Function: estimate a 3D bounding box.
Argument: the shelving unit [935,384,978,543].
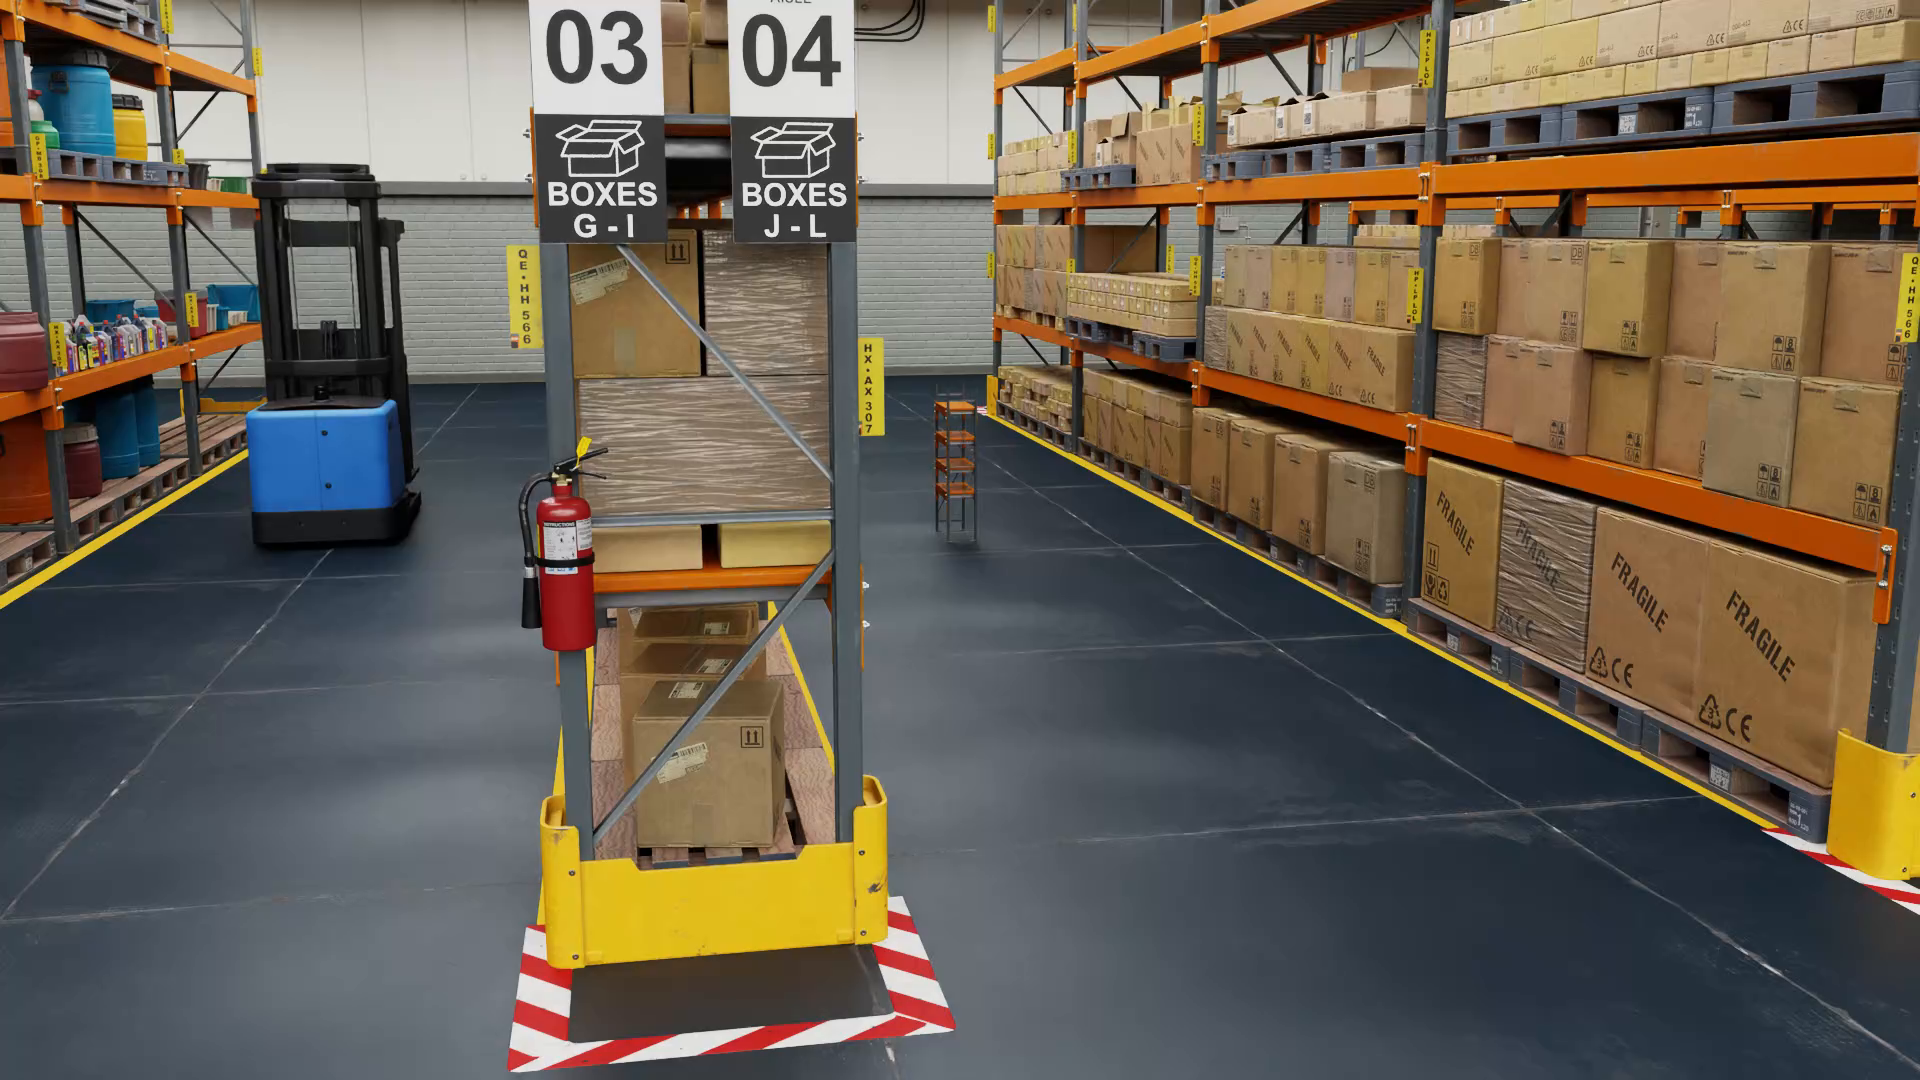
[{"bbox_3d":[-0.032,-0.620,13.244,0.258,1.200,0.503,-2,11,-11],"label":"shelving unit"}]

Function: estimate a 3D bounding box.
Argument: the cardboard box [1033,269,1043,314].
[{"bbox_3d":[1.149,-2.888,19.284,0.500,0.500,0.500,-2,11,-11],"label":"cardboard box"}]

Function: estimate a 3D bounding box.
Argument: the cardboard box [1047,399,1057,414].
[{"bbox_3d":[1.208,-1.524,18.885,0.380,0.149,0.250,-3,11,-13],"label":"cardboard box"}]

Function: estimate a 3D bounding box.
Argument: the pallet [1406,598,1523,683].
[{"bbox_3d":[3.343,0.552,9.734,1.003,0.211,1.213,-2,11,-11],"label":"pallet"}]

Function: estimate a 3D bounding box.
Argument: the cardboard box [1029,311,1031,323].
[{"bbox_3d":[1.032,-2.682,19.939,0.380,0.149,0.250,-2,11,-9],"label":"cardboard box"}]

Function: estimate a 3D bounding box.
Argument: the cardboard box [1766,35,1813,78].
[{"bbox_3d":[3.554,-1.974,6.806,0.380,0.149,0.250,-2,11,-10],"label":"cardboard box"}]

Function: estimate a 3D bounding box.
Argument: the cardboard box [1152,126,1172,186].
[{"bbox_3d":[2.023,-3.404,14.766,0.500,0.500,0.500,-2,11,-11],"label":"cardboard box"}]

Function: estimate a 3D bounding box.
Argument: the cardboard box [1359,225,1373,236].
[{"bbox_3d":[5.571,-4.144,22.268,0.380,0.149,0.250,-2,11,-10],"label":"cardboard box"}]

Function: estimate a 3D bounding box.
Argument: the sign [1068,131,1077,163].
[{"bbox_3d":[1.185,-4.134,17.489,0.100,0.325,0.005,-2,11,-11],"label":"sign"}]

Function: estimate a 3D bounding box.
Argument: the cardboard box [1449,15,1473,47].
[{"bbox_3d":[3.009,-2.879,9.425,0.380,0.149,0.250,-2,11,-10],"label":"cardboard box"}]

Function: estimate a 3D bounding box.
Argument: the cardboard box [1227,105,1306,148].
[{"bbox_3d":[2.419,-3.239,13.015,0.500,0.311,0.500,-2,11,-11],"label":"cardboard box"}]

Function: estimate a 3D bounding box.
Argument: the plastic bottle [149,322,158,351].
[{"bbox_3d":[-7.563,-1.897,15.474,0.152,0.276,0.135,-2,11,-11],"label":"plastic bottle"}]

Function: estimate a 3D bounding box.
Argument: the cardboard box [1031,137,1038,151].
[{"bbox_3d":[1.040,-4.598,19.310,0.380,0.149,0.250,-2,11,-12],"label":"cardboard box"}]

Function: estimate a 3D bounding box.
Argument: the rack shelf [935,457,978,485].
[{"bbox_3d":[-0.032,-0.554,13.256,0.258,0.148,0.480,-2,11,-11],"label":"rack shelf"}]

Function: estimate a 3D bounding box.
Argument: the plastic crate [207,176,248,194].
[{"bbox_3d":[-8.334,-4.018,18.831,0.450,0.188,0.336,-2,11,-11],"label":"plastic crate"}]

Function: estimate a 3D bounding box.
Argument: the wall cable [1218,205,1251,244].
[{"bbox_3d":[4.654,-4.908,28.158,0.585,1.953,0.123,-2,11,-11],"label":"wall cable"}]

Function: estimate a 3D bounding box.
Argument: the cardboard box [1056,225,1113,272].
[{"bbox_3d":[1.359,-3.191,18.200,0.500,0.500,0.500,-3,11,-13],"label":"cardboard box"}]

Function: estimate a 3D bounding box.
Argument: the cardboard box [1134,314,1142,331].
[{"bbox_3d":[1.805,-1.989,15.175,0.380,0.149,0.250,-2,11,-12],"label":"cardboard box"}]

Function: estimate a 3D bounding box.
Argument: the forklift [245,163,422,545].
[{"bbox_3d":[-5.214,-1.635,13.950,1.130,2.935,3.031,-2,11,-13],"label":"forklift"}]

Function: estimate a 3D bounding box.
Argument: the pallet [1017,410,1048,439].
[{"bbox_3d":[1.310,-1.404,20.009,1.003,0.211,1.213,-2,11,-11],"label":"pallet"}]

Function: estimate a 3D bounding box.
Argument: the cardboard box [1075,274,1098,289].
[{"bbox_3d":[1.401,-2.663,17.123,0.380,0.149,0.250,-2,11,-9],"label":"cardboard box"}]

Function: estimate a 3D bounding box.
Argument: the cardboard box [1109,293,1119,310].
[{"bbox_3d":[1.647,-2.281,15.912,0.380,0.149,0.250,-2,11,-12],"label":"cardboard box"}]

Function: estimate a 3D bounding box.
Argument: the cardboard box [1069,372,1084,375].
[{"bbox_3d":[1.552,-1.983,20.506,0.380,0.149,0.250,-2,11,-9],"label":"cardboard box"}]

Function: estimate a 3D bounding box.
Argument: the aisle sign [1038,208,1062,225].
[{"bbox_3d":[1.218,-4.463,21.668,0.394,0.787,0.004,-2,11,-11],"label":"aisle sign"}]

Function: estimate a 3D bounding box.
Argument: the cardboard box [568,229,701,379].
[{"bbox_3d":[-1.185,-0.843,5.868,0.500,0.500,0.500,-2,11,-11],"label":"cardboard box"}]

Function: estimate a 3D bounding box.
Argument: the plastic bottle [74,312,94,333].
[{"bbox_3d":[-8.269,-1.978,15.697,0.144,0.351,0.185,-2,11,-11],"label":"plastic bottle"}]

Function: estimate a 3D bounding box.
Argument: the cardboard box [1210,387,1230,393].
[{"bbox_3d":[2.498,-1.269,15.399,0.500,0.250,0.500,-2,11,-12],"label":"cardboard box"}]

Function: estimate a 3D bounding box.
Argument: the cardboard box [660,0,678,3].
[{"bbox_3d":[-1.385,-2.254,6.597,0.500,0.500,0.500,-2,11,-11],"label":"cardboard box"}]

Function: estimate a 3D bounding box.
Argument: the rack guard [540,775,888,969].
[{"bbox_3d":[-0.850,1.149,5.823,1.175,0.500,0.348,-2,11,-11],"label":"rack guard"}]

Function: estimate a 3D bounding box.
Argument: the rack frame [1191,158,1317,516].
[{"bbox_3d":[2.494,-1.694,14.075,1.000,3.000,0.127,-2,11,-11],"label":"rack frame"}]

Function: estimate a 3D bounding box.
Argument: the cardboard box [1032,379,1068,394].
[{"bbox_3d":[1.065,-1.818,19.637,0.380,0.149,0.250,-3,11,-13],"label":"cardboard box"}]

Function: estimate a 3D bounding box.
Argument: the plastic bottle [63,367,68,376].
[{"bbox_3d":[-7.031,-1.386,12.986,0.097,0.201,0.097,0,11,0],"label":"plastic bottle"}]

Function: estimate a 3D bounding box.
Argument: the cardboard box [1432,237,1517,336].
[{"bbox_3d":[3.310,-1.496,9.743,0.875,0.550,0.550,-2,11,-11],"label":"cardboard box"}]

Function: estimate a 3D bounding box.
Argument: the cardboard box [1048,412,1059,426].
[{"bbox_3d":[1.222,-1.390,18.978,0.380,0.149,0.250,-2,11,-13],"label":"cardboard box"}]

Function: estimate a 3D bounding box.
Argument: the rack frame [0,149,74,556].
[{"bbox_3d":[-7.250,-1.352,12.278,1.000,3.000,0.127,-2,11,-11],"label":"rack frame"}]

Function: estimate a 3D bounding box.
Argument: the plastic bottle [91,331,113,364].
[{"bbox_3d":[-7.287,-1.637,14.105,0.152,0.276,0.135,-2,11,-11],"label":"plastic bottle"}]

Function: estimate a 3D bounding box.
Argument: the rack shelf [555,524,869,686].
[{"bbox_3d":[-1.224,-0.078,7.510,1.077,0.370,4.000,-2,11,-11],"label":"rack shelf"}]

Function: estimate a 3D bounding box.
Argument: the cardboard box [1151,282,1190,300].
[{"bbox_3d":[1.902,-2.189,14.631,0.380,0.149,0.250,-2,11,-12],"label":"cardboard box"}]

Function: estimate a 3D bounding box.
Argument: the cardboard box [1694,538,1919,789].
[{"bbox_3d":[3.853,0.489,7.166,0.875,0.875,0.875,-2,11,-11],"label":"cardboard box"}]

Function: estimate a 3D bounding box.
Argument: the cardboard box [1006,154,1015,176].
[{"bbox_3d":[0.871,-4.621,20.495,0.500,0.250,0.500,-2,11,-12],"label":"cardboard box"}]

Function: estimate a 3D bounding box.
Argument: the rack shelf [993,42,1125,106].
[{"bbox_3d":[1.327,-5.387,19.363,1.077,0.370,4.000,-2,11,-11],"label":"rack shelf"}]

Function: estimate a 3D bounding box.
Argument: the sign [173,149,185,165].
[{"bbox_3d":[-7.488,-3.583,15.955,0.100,0.325,0.005,-2,11,-11],"label":"sign"}]

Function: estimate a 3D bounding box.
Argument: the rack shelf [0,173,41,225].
[{"bbox_3d":[-6.861,-2.106,10.138,1.077,0.370,4.000,-2,11,-11],"label":"rack shelf"}]

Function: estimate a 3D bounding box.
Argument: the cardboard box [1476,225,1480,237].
[{"bbox_3d":[6.235,-3.582,19.320,0.380,0.149,0.250,-2,11,-10],"label":"cardboard box"}]

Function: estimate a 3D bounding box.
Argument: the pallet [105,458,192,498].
[{"bbox_3d":[-7.919,-0.573,15.642,1.003,0.211,1.213,-2,11,-11],"label":"pallet"}]

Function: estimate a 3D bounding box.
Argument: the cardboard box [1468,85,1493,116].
[{"bbox_3d":[3.061,-2.439,9.250,0.380,0.149,0.250,-2,11,-11],"label":"cardboard box"}]

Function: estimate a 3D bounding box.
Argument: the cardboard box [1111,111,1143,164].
[{"bbox_3d":[1.887,-3.870,16.086,0.797,0.503,0.637,-2,11,-12],"label":"cardboard box"}]

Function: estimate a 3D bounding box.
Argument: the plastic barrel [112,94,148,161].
[{"bbox_3d":[-7.651,-3.698,14.955,0.600,0.588,0.600,0,11,0],"label":"plastic barrel"}]

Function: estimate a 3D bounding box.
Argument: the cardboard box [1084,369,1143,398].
[{"bbox_3d":[1.600,-1.629,17.291,0.500,0.250,0.500,-3,11,-14],"label":"cardboard box"}]

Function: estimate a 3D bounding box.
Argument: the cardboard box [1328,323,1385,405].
[{"bbox_3d":[2.810,-1.188,11.150,0.500,0.500,0.500,-2,11,-12],"label":"cardboard box"}]

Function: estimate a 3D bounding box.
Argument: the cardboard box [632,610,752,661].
[{"bbox_3d":[-1.193,0.618,7.492,0.500,0.500,0.500,-1,11,-6],"label":"cardboard box"}]

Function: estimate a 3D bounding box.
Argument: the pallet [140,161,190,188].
[{"bbox_3d":[-7.779,-3.326,15.133,1.213,0.211,1.003,-2,11,-11],"label":"pallet"}]
